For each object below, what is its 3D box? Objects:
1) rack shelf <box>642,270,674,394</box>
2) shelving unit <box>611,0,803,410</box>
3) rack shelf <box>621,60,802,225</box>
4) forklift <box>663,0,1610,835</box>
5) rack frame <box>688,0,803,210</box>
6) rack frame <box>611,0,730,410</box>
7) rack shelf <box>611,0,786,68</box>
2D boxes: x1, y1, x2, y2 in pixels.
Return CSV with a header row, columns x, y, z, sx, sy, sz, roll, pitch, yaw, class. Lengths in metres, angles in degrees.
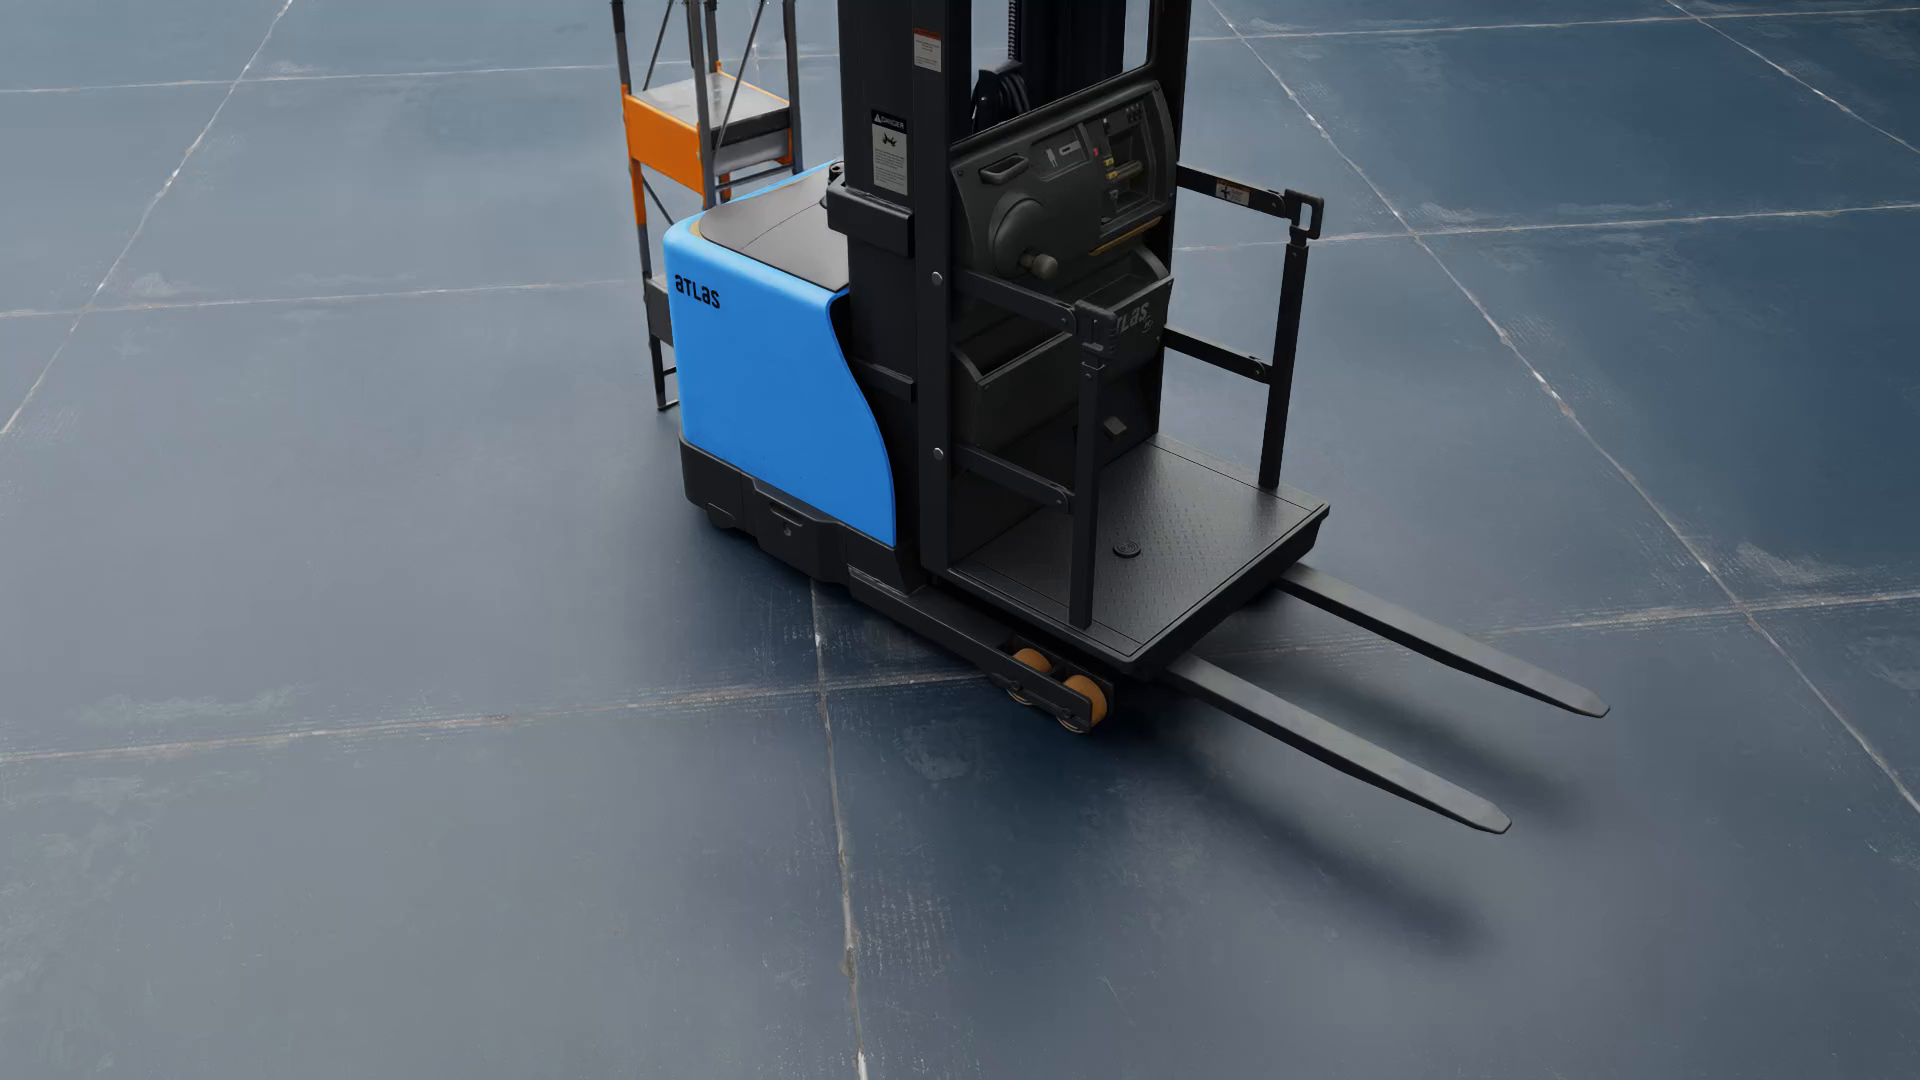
x,y,z,sx,sy,sz,roll,pitch,yaw,class
-0.866,-0.755,6.258,0.431,0.518,0.480,-26,42,-33,rack shelf
-0.864,-1.344,5.855,0.431,2.100,0.503,-26,42,-33,shelving unit
-0.864,-1.332,5.862,0.431,0.518,0.480,-26,42,-33,rack shelf
0.469,-0.979,4.584,3.031,2.935,1.130,26,42,33,forklift
-0.704,-1.239,5.703,0.400,2.100,0.015,-26,42,-33,rack frame
-1.023,-1.448,6.007,0.400,2.100,0.015,-26,42,-33,rack frame
-0.861,-1.910,5.467,0.431,0.518,0.480,-26,42,-33,rack shelf
